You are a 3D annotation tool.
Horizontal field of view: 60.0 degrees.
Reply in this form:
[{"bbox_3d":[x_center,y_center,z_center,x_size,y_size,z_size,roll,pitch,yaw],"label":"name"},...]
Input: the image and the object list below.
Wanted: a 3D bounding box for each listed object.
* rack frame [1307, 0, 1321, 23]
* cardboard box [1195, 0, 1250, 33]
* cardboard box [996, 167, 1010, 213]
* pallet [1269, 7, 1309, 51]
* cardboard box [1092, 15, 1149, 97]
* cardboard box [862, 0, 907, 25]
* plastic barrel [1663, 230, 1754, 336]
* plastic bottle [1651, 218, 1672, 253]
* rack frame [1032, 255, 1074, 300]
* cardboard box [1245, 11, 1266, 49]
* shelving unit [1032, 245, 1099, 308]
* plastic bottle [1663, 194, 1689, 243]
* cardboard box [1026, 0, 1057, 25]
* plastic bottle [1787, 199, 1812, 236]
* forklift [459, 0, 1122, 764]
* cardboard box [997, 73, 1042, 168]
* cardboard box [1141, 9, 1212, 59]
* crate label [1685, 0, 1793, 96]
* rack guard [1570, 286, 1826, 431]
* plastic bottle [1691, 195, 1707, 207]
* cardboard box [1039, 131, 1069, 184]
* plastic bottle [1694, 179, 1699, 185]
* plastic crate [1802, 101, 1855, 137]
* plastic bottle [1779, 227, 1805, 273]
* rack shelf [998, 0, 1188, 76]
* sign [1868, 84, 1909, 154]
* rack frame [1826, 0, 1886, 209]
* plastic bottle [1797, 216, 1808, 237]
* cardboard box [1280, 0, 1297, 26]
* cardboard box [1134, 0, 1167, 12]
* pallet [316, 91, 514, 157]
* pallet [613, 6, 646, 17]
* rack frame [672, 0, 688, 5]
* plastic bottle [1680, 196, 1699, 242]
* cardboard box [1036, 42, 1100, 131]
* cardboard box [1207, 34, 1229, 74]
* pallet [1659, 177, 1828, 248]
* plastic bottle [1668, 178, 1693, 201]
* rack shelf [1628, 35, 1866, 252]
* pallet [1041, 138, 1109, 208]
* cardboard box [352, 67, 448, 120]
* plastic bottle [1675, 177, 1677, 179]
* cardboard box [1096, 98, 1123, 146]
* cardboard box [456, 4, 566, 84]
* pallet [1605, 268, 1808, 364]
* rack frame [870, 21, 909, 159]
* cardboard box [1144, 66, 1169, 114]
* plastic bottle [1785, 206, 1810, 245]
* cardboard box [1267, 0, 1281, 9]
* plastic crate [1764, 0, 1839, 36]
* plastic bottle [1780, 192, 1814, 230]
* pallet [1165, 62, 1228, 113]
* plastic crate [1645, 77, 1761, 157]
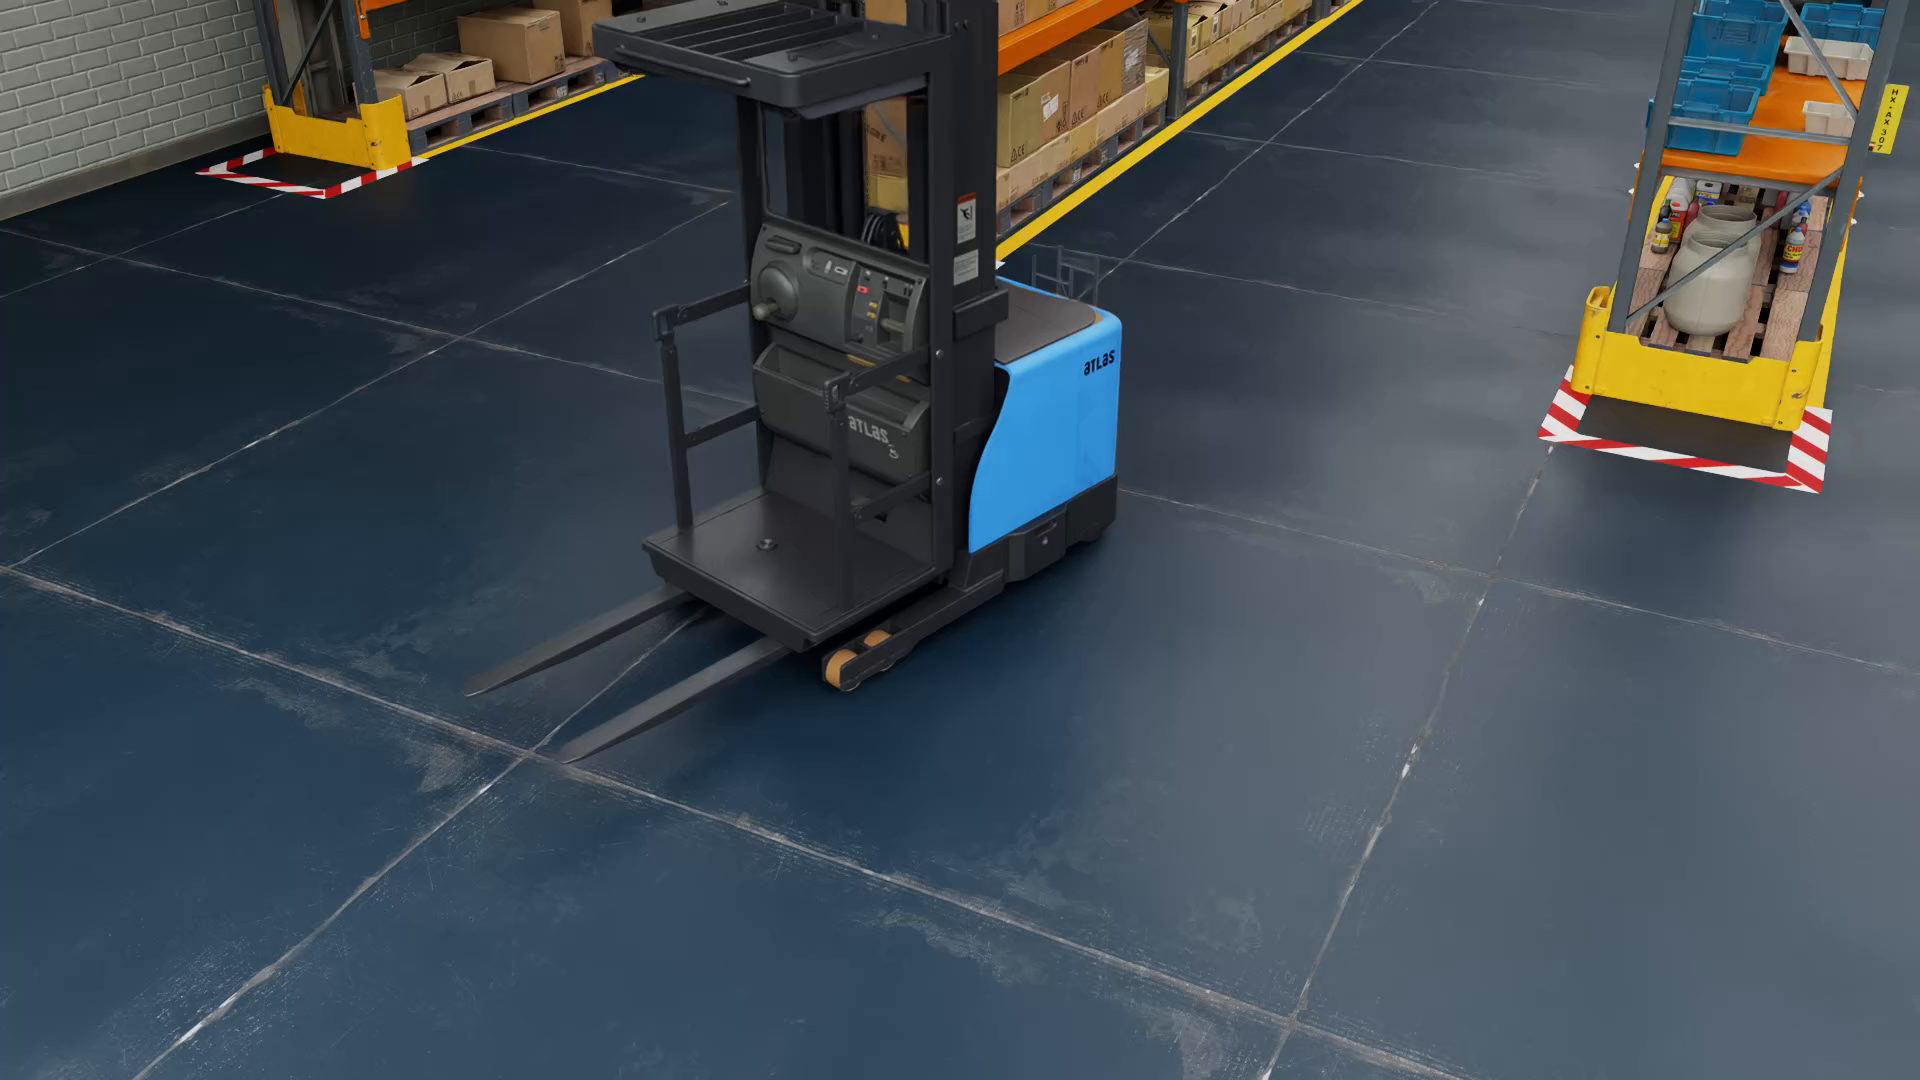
[{"bbox_3d":[3.201,-6.698,16.403,1.000,3.000,0.127,14,33,23],"label":"rack frame"},{"bbox_3d":[2.257,-4.735,14.760,0.500,0.311,0.500,13,32,22],"label":"cardboard box"},{"bbox_3d":[-0.001,-2.329,11.133,0.500,0.250,0.500,14,33,23],"label":"cardboard box"},{"bbox_3d":[2.792,-5.133,16.477,1.003,0.211,1.213,14,33,23],"label":"pallet"},{"bbox_3d":[1.124,-3.766,12.882,0.500,0.500,0.500,14,33,23],"label":"cardboard box"},{"bbox_3d":[-0.219,-3.399,10.557,0.700,0.500,0.500,14,33,23],"label":"cardboard box"},{"bbox_3d":[4.197,-1.439,9.320,0.421,0.512,0.421,0,30,0],"label":"plastic barrel"},{"bbox_3d":[4.411,-1.918,10.445,0.097,0.201,0.097,0,30,0],"label":"plastic bottle"},{"bbox_3d":[0.421,-0.744,7.841,0.240,1.200,0.006,25,38,36],"label":"rack frame"},{"bbox_3d":[2.484,-4.719,15.296,0.500,0.250,0.500,15,33,24],"label":"cardboard box"},{"bbox_3d":[0.483,-0.777,7.899,0.258,1.200,0.189,25,38,36],"label":"shelving unit"},{"bbox_3d":[4.551,-2.055,10.610,0.152,0.276,0.135,15,33,24],"label":"plastic bottle"},{"bbox_3d":[0.247,-3.852,11.345,0.700,0.500,0.500,15,33,24],"label":"cardboard box"},{"bbox_3d":[5.362,-2.053,10.612,0.097,0.271,0.097,0,30,0],"label":"plastic bottle"},{"bbox_3d":[-0.635,-0.949,6.460,1.130,2.935,3.031,25,38,36],"label":"forklift"},{"bbox_3d":[0.225,-2.876,11.333,0.500,0.500,0.500,14,33,23],"label":"cardboard box"},{"bbox_3d":[1.789,-4.285,13.976,0.500,0.311,0.500,14,33,23],"label":"cardboard box"},{"bbox_3d":[4.563,-2.919,9.786,0.502,0.435,0.616,14,33,23],"label":"crate label"},{"bbox_3d":[3.958,-0.987,8.967,1.175,0.500,0.348,14,33,23],"label":"rack guard"},{"bbox_3d":[4.813,-2.151,10.852,0.097,0.201,0.097,0,30,0],"label":"plastic bottle"},{"bbox_3d":[0.452,-2.773,11.906,0.500,0.250,0.500,14,33,23],"label":"cardboard box"},{"bbox_3d":[4.930,-2.386,11.192,0.097,0.271,0.097,0,30,0],"label":"plastic bottle"},{"bbox_3d":[4.659,-2.236,8.896,0.298,0.136,0.250,14,33,23],"label":"plastic crate"},{"bbox_3d":[5.068,-1.767,10.113,0.097,0.271,0.097,0,30,0],"label":"plastic bottle"},{"bbox_3d":[0.468,-3.727,11.950,1.077,0.370,4.000,14,33,23],"label":"rack shelf"},{"bbox_3d":[4.453,-2.020,7.977,0.100,0.325,0.005,14,33,23],"label":"sign"},{"bbox_3d":[5.787,-3.800,11.355,1.000,3.000,0.127,14,33,23],"label":"rack frame"},{"bbox_3d":[5.188,-1.869,10.278,0.061,0.283,0.133,15,33,24],"label":"plastic bottle"},{"bbox_3d":[2.947,-5.170,16.081,0.500,0.250,0.500,14,33,23],"label":"cardboard box"},{"bbox_3d":[1.540,-4.635,14.585,0.500,0.311,0.500,15,33,25],"label":"cardboard box"},{"bbox_3d":[-4.418,-3.451,13.547,1.003,0.211,1.213,14,33,23],"label":"pallet"},{"bbox_3d":[-2.679,-5.184,16.565,1.003,0.211,1.213,14,33,23],"label":"pallet"},{"bbox_3d":[-3.032,-6.047,15.269,1.000,3.000,0.127,14,33,23],"label":"rack frame"},{"bbox_3d":[4.646,-2.035,10.567,0.061,0.283,0.133,14,33,23],"label":"plastic bottle"},{"bbox_3d":[0.685,-3.319,12.103,0.500,0.500,0.500,14,33,23],"label":"cardboard box"},{"bbox_3d":[2.018,-4.264,14.502,0.500,0.250,0.500,15,33,24],"label":"cardboard box"},{"bbox_3d":[5.444,-2.302,11.547,1.003,0.211,1.213,14,33,23],"label":"pallet"},{"bbox_3d":[4.686,-2.224,10.828,0.144,0.351,0.185,16,33,25],"label":"plastic bottle"},{"bbox_3d":[4.876,-2.601,9.990,1.077,0.370,4.000,14,33,23],"label":"rack shelf"},{"bbox_3d":[0.425,-2.830,12.466,1.003,0.211,1.213,14,33,23],"label":"pallet"},{"bbox_3d":[-4.459,-3.585,13.239,0.500,0.311,0.500,11,32,18],"label":"cardboard box"},{"bbox_3d":[4.852,-2.402,11.206,0.061,0.283,0.133,16,33,25],"label":"plastic bottle"},{"bbox_3d":[0.911,-3.215,12.677,0.500,0.250,0.500,14,33,23],"label":"cardboard box"},{"bbox_3d":[-3.821,-4.234,14.179,0.700,0.500,0.500,12,32,20],"label":"cardboard box"},{"bbox_3d":[4.333,-1.221,9.664,1.003,0.211,1.213,14,33,23],"label":"pallet"},{"bbox_3d":[-0.443,-3.152,10.227,1.000,3.000,0.127,14,33,23],"label":"rack frame"},{"bbox_3d":[1.363,-3.660,13.450,0.500,0.250,0.500,14,33,23],"label":"cardboard box"},{"bbox_3d":[5.270,-1.964,10.455,0.097,0.271,0.097,0,30,0],"label":"plastic bottle"},{"bbox_3d":[2.719,-5.188,15.549,0.500,0.311,0.500,14,33,23],"label":"cardboard box"},{"bbox_3d":[5.435,-3.570,11.016,0.767,0.338,0.504,14,33,23],"label":"plastic crate"},{"bbox_3d":[5.438,-2.159,10.791,0.152,0.276,0.135,15,33,24],"label":"plastic bottle"},{"bbox_3d":[1.680,-4.051,14.593,1.003,0.211,1.213,14,33,23],"label":"pallet"},{"bbox_3d":[3.927,-2.252,8.809,0.499,0.251,0.616,14,33,23],"label":"plastic crate"}]
